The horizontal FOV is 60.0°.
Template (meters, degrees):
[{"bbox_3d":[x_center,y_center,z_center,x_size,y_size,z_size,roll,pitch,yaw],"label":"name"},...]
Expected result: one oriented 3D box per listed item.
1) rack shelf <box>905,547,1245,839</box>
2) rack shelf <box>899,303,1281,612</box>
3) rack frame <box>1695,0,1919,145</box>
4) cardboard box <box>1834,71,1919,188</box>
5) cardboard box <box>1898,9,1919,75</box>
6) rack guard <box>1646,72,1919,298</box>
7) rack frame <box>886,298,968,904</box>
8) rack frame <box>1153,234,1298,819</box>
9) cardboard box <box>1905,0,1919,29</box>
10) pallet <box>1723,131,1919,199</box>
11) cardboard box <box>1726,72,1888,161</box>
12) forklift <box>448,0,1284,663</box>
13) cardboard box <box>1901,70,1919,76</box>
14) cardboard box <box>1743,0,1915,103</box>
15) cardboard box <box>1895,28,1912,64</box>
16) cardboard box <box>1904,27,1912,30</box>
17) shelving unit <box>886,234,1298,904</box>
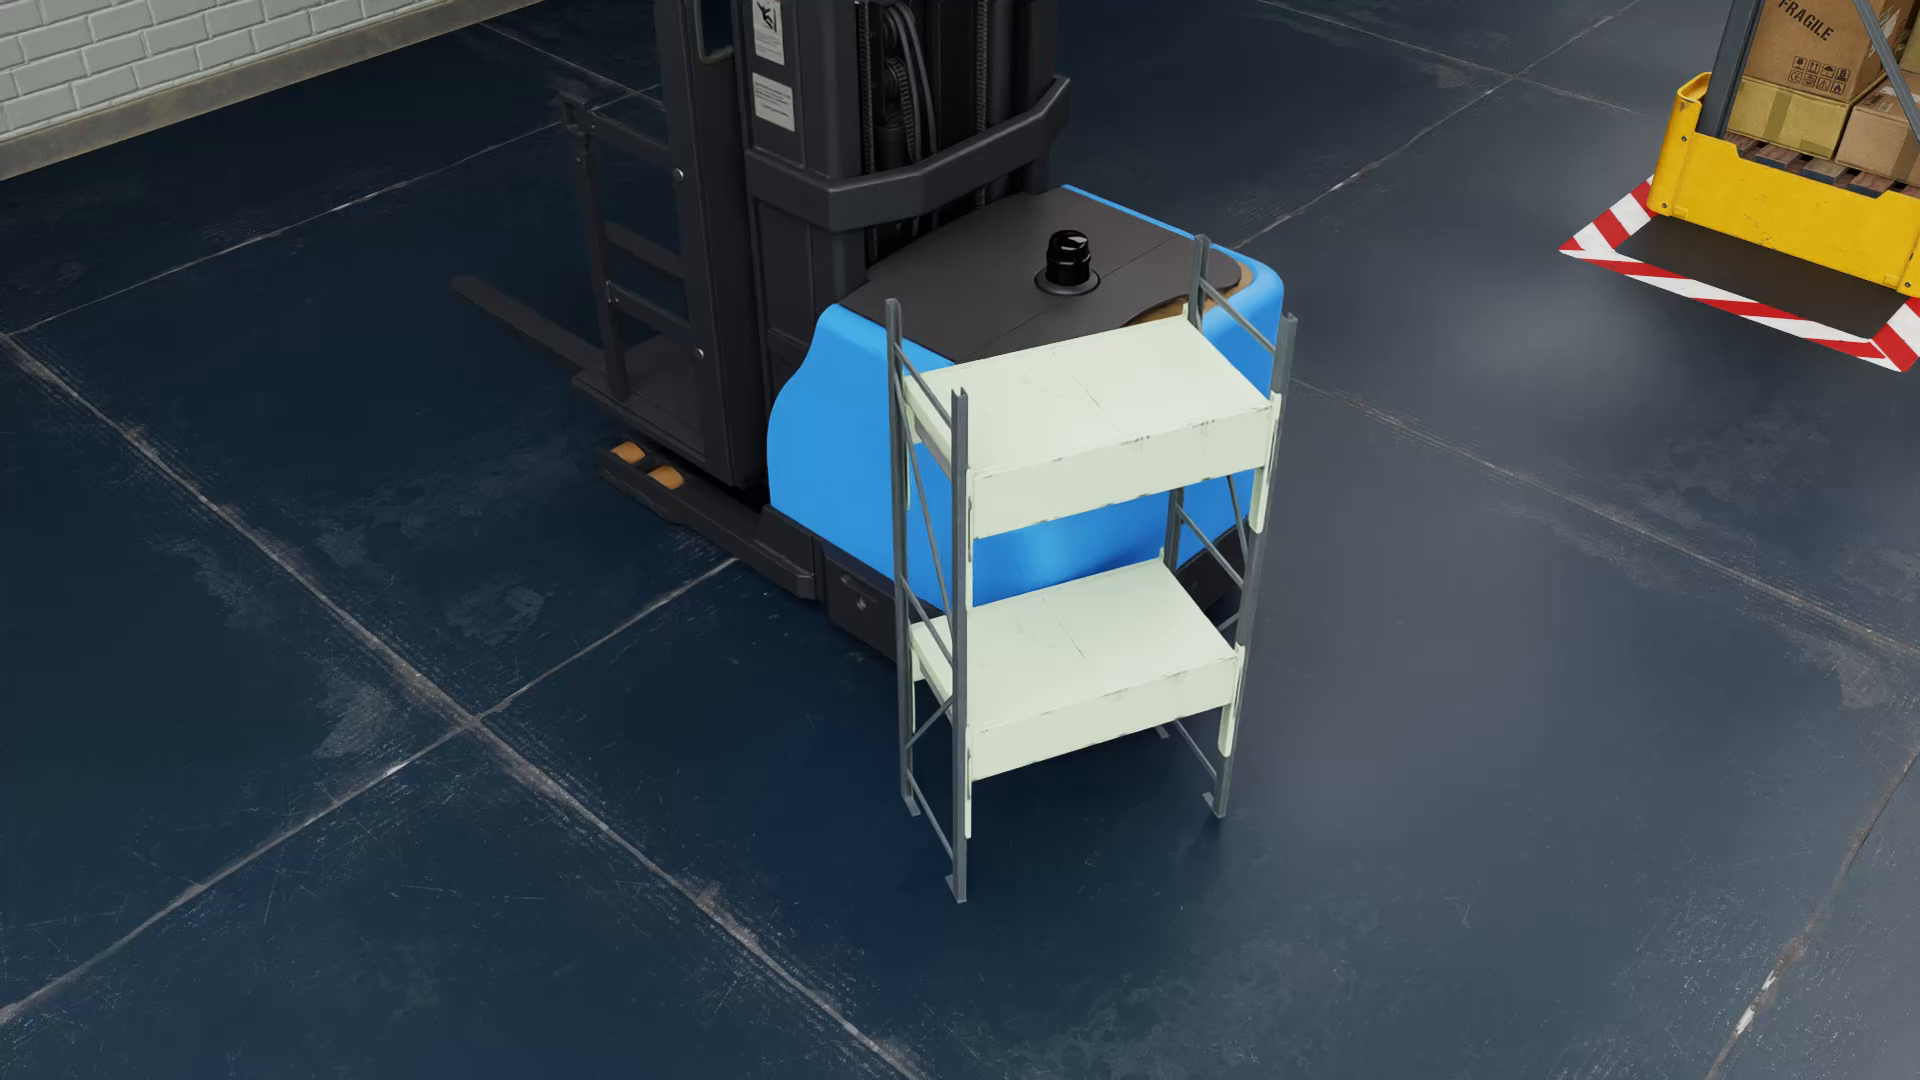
[{"bbox_3d":[0.269,0.366,4.109,0.720,0.370,0.431,-14,41,-17],"label":"rack shelf"},{"bbox_3d":[0.269,-0.195,3.663,0.720,0.370,0.431,-14,41,-17],"label":"rack shelf"},{"bbox_3d":[3.434,-2.424,5.888,1.000,3.000,0.127,30,47,32],"label":"rack frame"},{"bbox_3d":[3.960,-1.665,6.805,0.500,0.250,0.500,30,47,32],"label":"cardboard box"},{"bbox_3d":[4.296,-2.189,6.862,0.500,0.500,0.500,30,47,32],"label":"cardboard box"},{"bbox_3d":[3.418,-1.434,6.652,1.175,0.500,0.348,30,47,32],"label":"rack guard"},{"bbox_3d":[-0.070,0.197,3.797,0.023,1.500,0.400,-14,41,-17],"label":"rack frame"},{"bbox_3d":[0.607,0.024,4.015,0.023,1.500,0.400,-14,41,-17],"label":"rack frame"},{"bbox_3d":[4.240,-2.642,7.432,0.500,0.500,0.500,30,47,32],"label":"cardboard box"},{"bbox_3d":[3.919,-1.701,7.220,1.003,0.211,1.213,30,47,32],"label":"pallet"},{"bbox_3d":[3.578,-1.882,7.079,0.500,0.250,0.500,30,47,32],"label":"cardboard box"},{"bbox_3d":[-0.539,-1.429,4.693,3.031,2.935,1.130,30,47,32],"label":"forklift"},{"bbox_3d":[4.295,-1.896,7.096,0.500,0.250,0.500,30,47,32],"label":"cardboard box"},{"bbox_3d":[3.576,-2.177,6.846,0.500,0.500,0.500,30,47,32],"label":"cardboard box"},{"bbox_3d":[3.906,-2.117,7.374,0.500,0.250,0.500,30,47,32],"label":"cardboard box"},{"bbox_3d":[4.242,-2.347,7.664,0.500,0.250,0.500,30,47,32],"label":"cardboard box"},{"bbox_3d":[0.269,0.110,3.906,0.755,1.500,0.431,-14,41,-17],"label":"shelving unit"}]
